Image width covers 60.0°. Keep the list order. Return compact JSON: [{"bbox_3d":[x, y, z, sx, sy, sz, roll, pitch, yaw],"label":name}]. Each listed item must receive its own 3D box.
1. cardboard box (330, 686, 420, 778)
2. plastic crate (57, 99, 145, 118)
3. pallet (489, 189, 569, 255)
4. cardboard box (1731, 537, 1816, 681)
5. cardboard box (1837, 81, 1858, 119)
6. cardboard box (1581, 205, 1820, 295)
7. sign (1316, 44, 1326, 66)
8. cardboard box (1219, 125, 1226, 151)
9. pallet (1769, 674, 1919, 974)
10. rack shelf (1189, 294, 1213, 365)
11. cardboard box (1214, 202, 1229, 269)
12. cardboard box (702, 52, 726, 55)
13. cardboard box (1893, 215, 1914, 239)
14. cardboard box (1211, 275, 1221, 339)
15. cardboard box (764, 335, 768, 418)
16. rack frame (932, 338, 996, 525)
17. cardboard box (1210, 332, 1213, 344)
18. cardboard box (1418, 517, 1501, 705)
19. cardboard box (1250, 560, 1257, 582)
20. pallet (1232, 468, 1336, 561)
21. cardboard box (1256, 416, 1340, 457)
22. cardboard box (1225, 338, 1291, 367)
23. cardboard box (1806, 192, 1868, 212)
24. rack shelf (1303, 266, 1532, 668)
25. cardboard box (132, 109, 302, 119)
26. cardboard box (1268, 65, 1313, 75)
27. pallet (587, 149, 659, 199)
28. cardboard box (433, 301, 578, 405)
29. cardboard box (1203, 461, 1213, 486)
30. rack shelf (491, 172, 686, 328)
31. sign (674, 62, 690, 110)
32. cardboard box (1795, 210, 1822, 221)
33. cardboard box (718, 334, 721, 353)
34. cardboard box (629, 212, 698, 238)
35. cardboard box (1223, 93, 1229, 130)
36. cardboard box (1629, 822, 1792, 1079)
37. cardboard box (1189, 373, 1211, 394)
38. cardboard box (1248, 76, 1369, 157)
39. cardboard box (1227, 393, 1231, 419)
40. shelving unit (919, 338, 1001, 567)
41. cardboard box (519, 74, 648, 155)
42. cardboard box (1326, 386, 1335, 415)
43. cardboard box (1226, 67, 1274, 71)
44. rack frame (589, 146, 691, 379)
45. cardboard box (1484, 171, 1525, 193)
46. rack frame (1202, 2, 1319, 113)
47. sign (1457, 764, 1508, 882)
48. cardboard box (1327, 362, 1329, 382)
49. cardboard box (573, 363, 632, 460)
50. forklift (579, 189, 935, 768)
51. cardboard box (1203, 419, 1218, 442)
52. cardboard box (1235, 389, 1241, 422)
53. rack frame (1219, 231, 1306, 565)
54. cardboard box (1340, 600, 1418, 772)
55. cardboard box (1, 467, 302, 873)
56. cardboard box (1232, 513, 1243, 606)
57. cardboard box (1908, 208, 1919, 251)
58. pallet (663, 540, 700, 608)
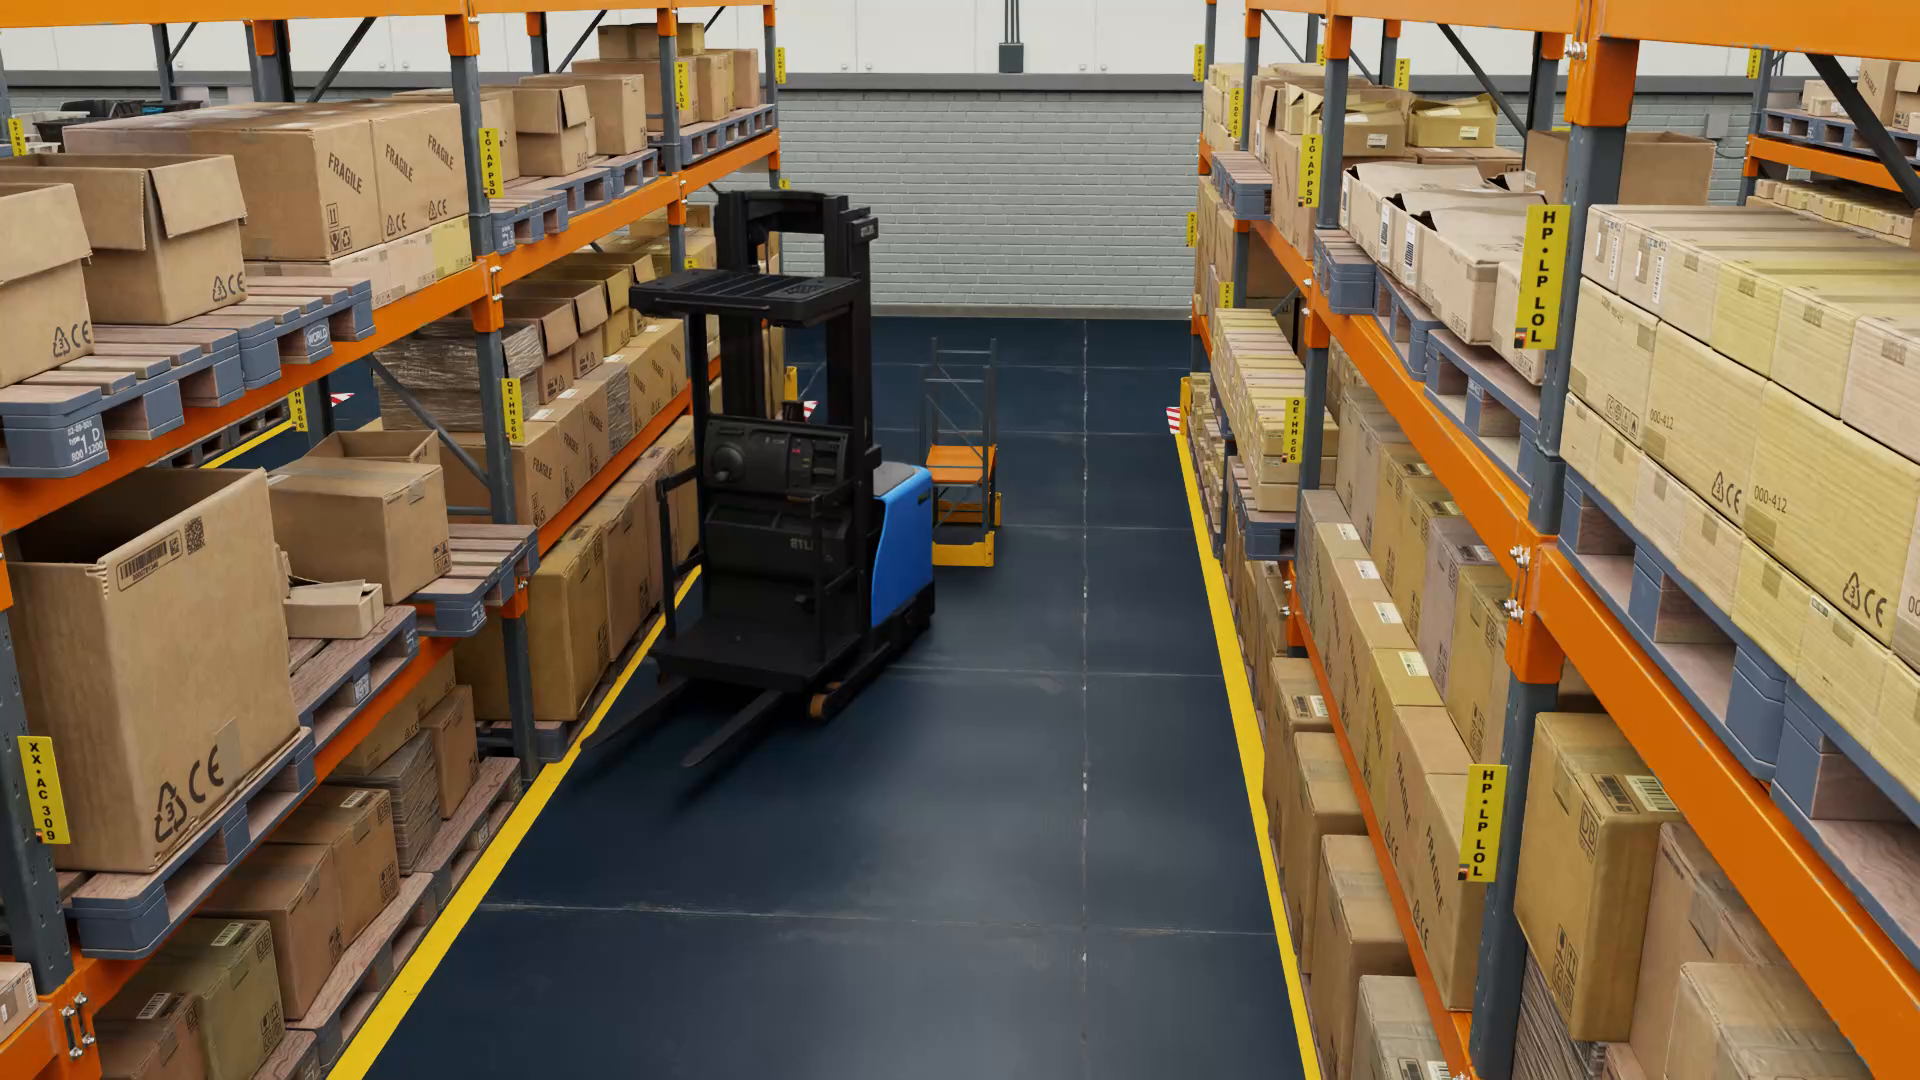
[{"bbox_3d":[-2.838,0.849,7.619,0.500,0.250,0.500,3,18,10],"label":"cardboard box"},{"bbox_3d":[-7.542,-3.670,14.589,0.504,0.338,0.767,1,18,4],"label":"plastic crate"},{"bbox_3d":[-2.799,-1.684,8.732,1.213,0.211,1.003,2,18,6],"label":"pallet"},{"bbox_3d":[1.425,0.105,2.536,0.380,0.149,0.250,1,18,3],"label":"cardboard box"},{"bbox_3d":[7.509,-3.577,13.514,0.500,0.311,0.500,2,18,5],"label":"cardboard box"},{"bbox_3d":[1.496,-0.590,3.376,0.380,0.149,0.250,1,18,4],"label":"cardboard box"},{"bbox_3d":[3.274,-4.318,15.043,0.100,0.325,0.005,1,18,4],"label":"sign"},{"bbox_3d":[2.284,-3.073,12.907,0.500,0.250,0.500,1,18,3],"label":"cardboard box"},{"bbox_3d":[1.702,0.485,1.950,1.003,0.211,1.213,1,18,4],"label":"pallet"},{"bbox_3d":[2.578,-1.527,13.921,1.077,0.370,4.000,1,18,4],"label":"rack shelf"},{"bbox_3d":[2.281,-2.383,13.135,0.500,0.500,0.500,2,18,5],"label":"cardboard box"},{"bbox_3d":[-2.352,-3.856,14.060,0.700,0.500,0.500,0,18,0],"label":"cardboard box"},{"bbox_3d":[7.239,-2.338,12.433,0.380,0.149,0.250,1,18,3],"label":"cardboard box"},{"bbox_3d":[2.226,-1.754,12.822,0.500,0.500,0.500,1,18,2],"label":"cardboard box"},{"bbox_3d":[-2.250,-1.339,14.930,0.875,0.875,0.875,1,18,4],"label":"cardboard box"},{"bbox_3d":[0.030,-0.844,13.090,0.500,1.500,0.032,1,18,4],"label":"rack frame"},{"bbox_3d":[2.262,-1.709,13.726,0.380,0.149,0.250,2,18,5],"label":"cardboard box"},{"bbox_3d":[1.962,0.243,5.597,0.700,0.500,0.500,1,18,4],"label":"cardboard box"},{"bbox_3d":[2.013,0.094,9.956,0.500,0.250,0.500,2,18,5],"label":"cardboard box"},{"bbox_3d":[2.093,-0.138,8.835,1.213,0.211,1.003,1,18,4],"label":"pallet"},{"bbox_3d":[1.726,-0.531,8.499,0.380,0.149,0.250,1,18,2],"label":"cardboard box"},{"bbox_3d":[1.875,-1.175,10.466,0.380,0.149,0.250,1,18,3],"label":"cardboard box"},{"bbox_3d":[7.317,-2.812,13.879,0.380,0.149,0.250,1,18,4],"label":"cardboard box"},{"bbox_3d":[2.005,-0.468,5.872,1.077,0.370,4.000,1,18,4],"label":"rack shelf"},{"bbox_3d":[-3.122,-1.560,7.087,0.500,0.500,0.500,1,18,4],"label":"cardboard box"},{"bbox_3d":[2.858,-4.007,14.316,0.380,0.149,0.250,1,18,2],"label":"cardboard box"},{"bbox_3d":[-2.522,-2.438,11.038,0.805,0.209,1.217,1,18,2],"label":"pallet"},{"bbox_3d":[-2.674,-1.101,9.694,0.797,0.503,0.637,2,18,5],"label":"cardboard box"},{"bbox_3d":[2.197,-0.543,13.668,0.380,0.149,0.250,1,18,4],"label":"cardboard box"},{"bbox_3d":[-2.649,-1.852,10.097,1.077,0.370,4.000,1,18,4],"label":"rack shelf"},{"bbox_3d":[-1.963,-3.201,11.723,0.100,0.325,0.005,1,18,4],"label":"sign"},{"bbox_3d":[7.288,-2.470,13.878,0.500,0.500,0.500,1,18,3],"label":"cardboard box"},{"bbox_3d":[-2.098,-1.600,13.392,0.380,0.149,0.250,1,18,2],"label":"cardboard box"},{"bbox_3d":[-2.589,-2.599,14.597,0.500,0.500,0.500,1,18,2],"label":"cardboard box"},{"bbox_3d":[2.296,-3.312,12.834,0.500,0.250,0.500,2,18,6],"label":"cardboard box"},{"bbox_3d":[1.877,0.940,3.263,0.875,0.550,0.550,1,18,4],"label":"cardboard box"},{"bbox_3d":[2.345,-1.462,15.517,0.380,0.149,0.250,0,18,1],"label":"cardboard box"},{"bbox_3d":[2.298,-2.805,11.014,0.700,0.500,0.500,1,18,4],"label":"cardboard box"},{"bbox_3d":[1.859,-0.810,10.307,0.380,0.149,0.250,1,18,3],"label":"cardboard box"},{"bbox_3d":[-0.005,-0.689,12.617,0.587,1.500,1.083,1,18,4],"label":"shelving unit"},{"bbox_3d":[-2.537,-2.882,11.249,0.700,0.500,0.500,2,18,5],"label":"cardboard box"},{"bbox_3d":[2.533,-0.878,10.513,0.380,0.149,0.250,1,18,2],"label":"cardboard box"},{"bbox_3d":[2.411,-3.856,13.855,0.380,0.149,0.250,2,18,5],"label":"cardboard box"},{"bbox_3d":[-2.505,-1.390,12.347,1.000,3.000,0.127,1,18,4],"label":"rack frame"},{"bbox_3d":[2.372,-1.304,6.577,0.500,0.311,0.500,1,18,4],"label":"cardboard box"},{"bbox_3d":[2.721,-5.341,14.771,1.000,3.000,0.127,1,18,4],"label":"rack frame"},{"bbox_3d":[1.319,0.715,4.191,0.100,0.325,0.005,1,18,4],"label":"sign"},{"bbox_3d":[2.550,-1.097,10.706,0.380,0.149,0.250,1,18,2],"label":"cardboard box"},{"bbox_3d":[-2.380,-0.815,10.431,0.500,0.500,0.500,1,18,4],"label":"cardboard box"},{"bbox_3d":[-1.172,-0.481,9.683,1.130,2.935,3.031,7,19,20],"label":"forklift"},{"bbox_3d":[2.221,-0.898,13.796,0.380,0.149,0.250,1,18,2],"label":"cardboard box"},{"bbox_3d":[1.820,-0.791,9.772,0.380,0.149,0.250,2,18,5],"label":"cardboard box"},{"bbox_3d":[2.435,-1.248,11.914,1.000,3.000,0.127,1,18,4],"label":"rack frame"},{"bbox_3d":[1.738,0.550,6.267,0.500,0.500,0.500,1,18,3],"label":"cardboard box"},{"bbox_3d":[-2.882,0.367,5.349,1.000,1.000,1.000,1,18,4],"label":"cardboard box"},{"bbox_3d":[2.081,0.128,11.054,0.500,0.500,0.500,2,18,6],"label":"cardboard box"},{"bbox_3d":[2.153,-0.574,3.329,0.380,0.149,0.250,1,18,3],"label":"cardboard box"},{"bbox_3d":[-2.485,0.177,12.045,1.003,0.211,1.213,1,18,4],"label":"pallet"}]
